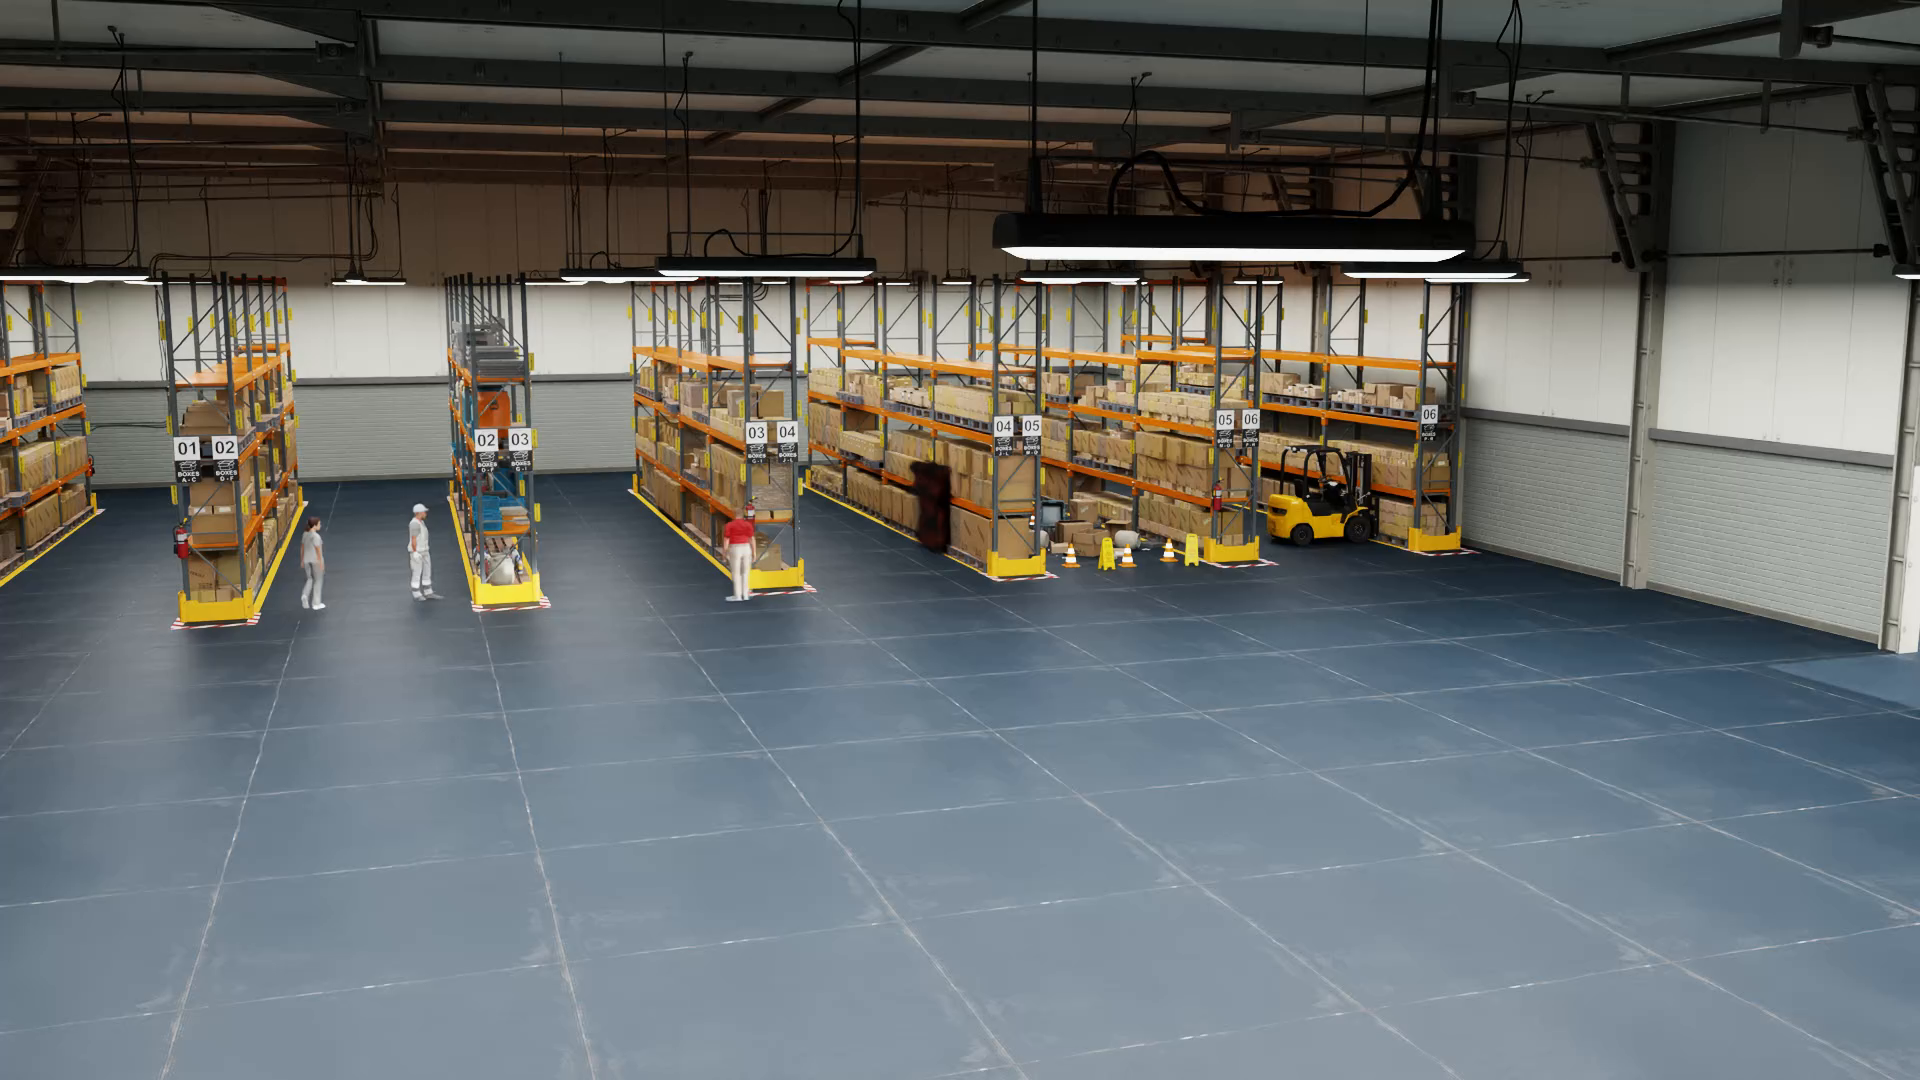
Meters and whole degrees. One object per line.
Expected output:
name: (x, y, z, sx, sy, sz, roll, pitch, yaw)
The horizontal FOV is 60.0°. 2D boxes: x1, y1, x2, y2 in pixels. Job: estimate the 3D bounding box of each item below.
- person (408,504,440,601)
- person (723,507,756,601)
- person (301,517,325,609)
person: (-9.939, 0.230, 30.677, 0.436, 1.788, 0.606, 2, 9, 13)
person: (-4.068, 0.267, 30.659, 0.602, 1.756, 0.410, -2, 9, -15)
person: (-11.600, 0.416, 29.711, 0.481, 1.663, 0.498, 2, 9, 12)
